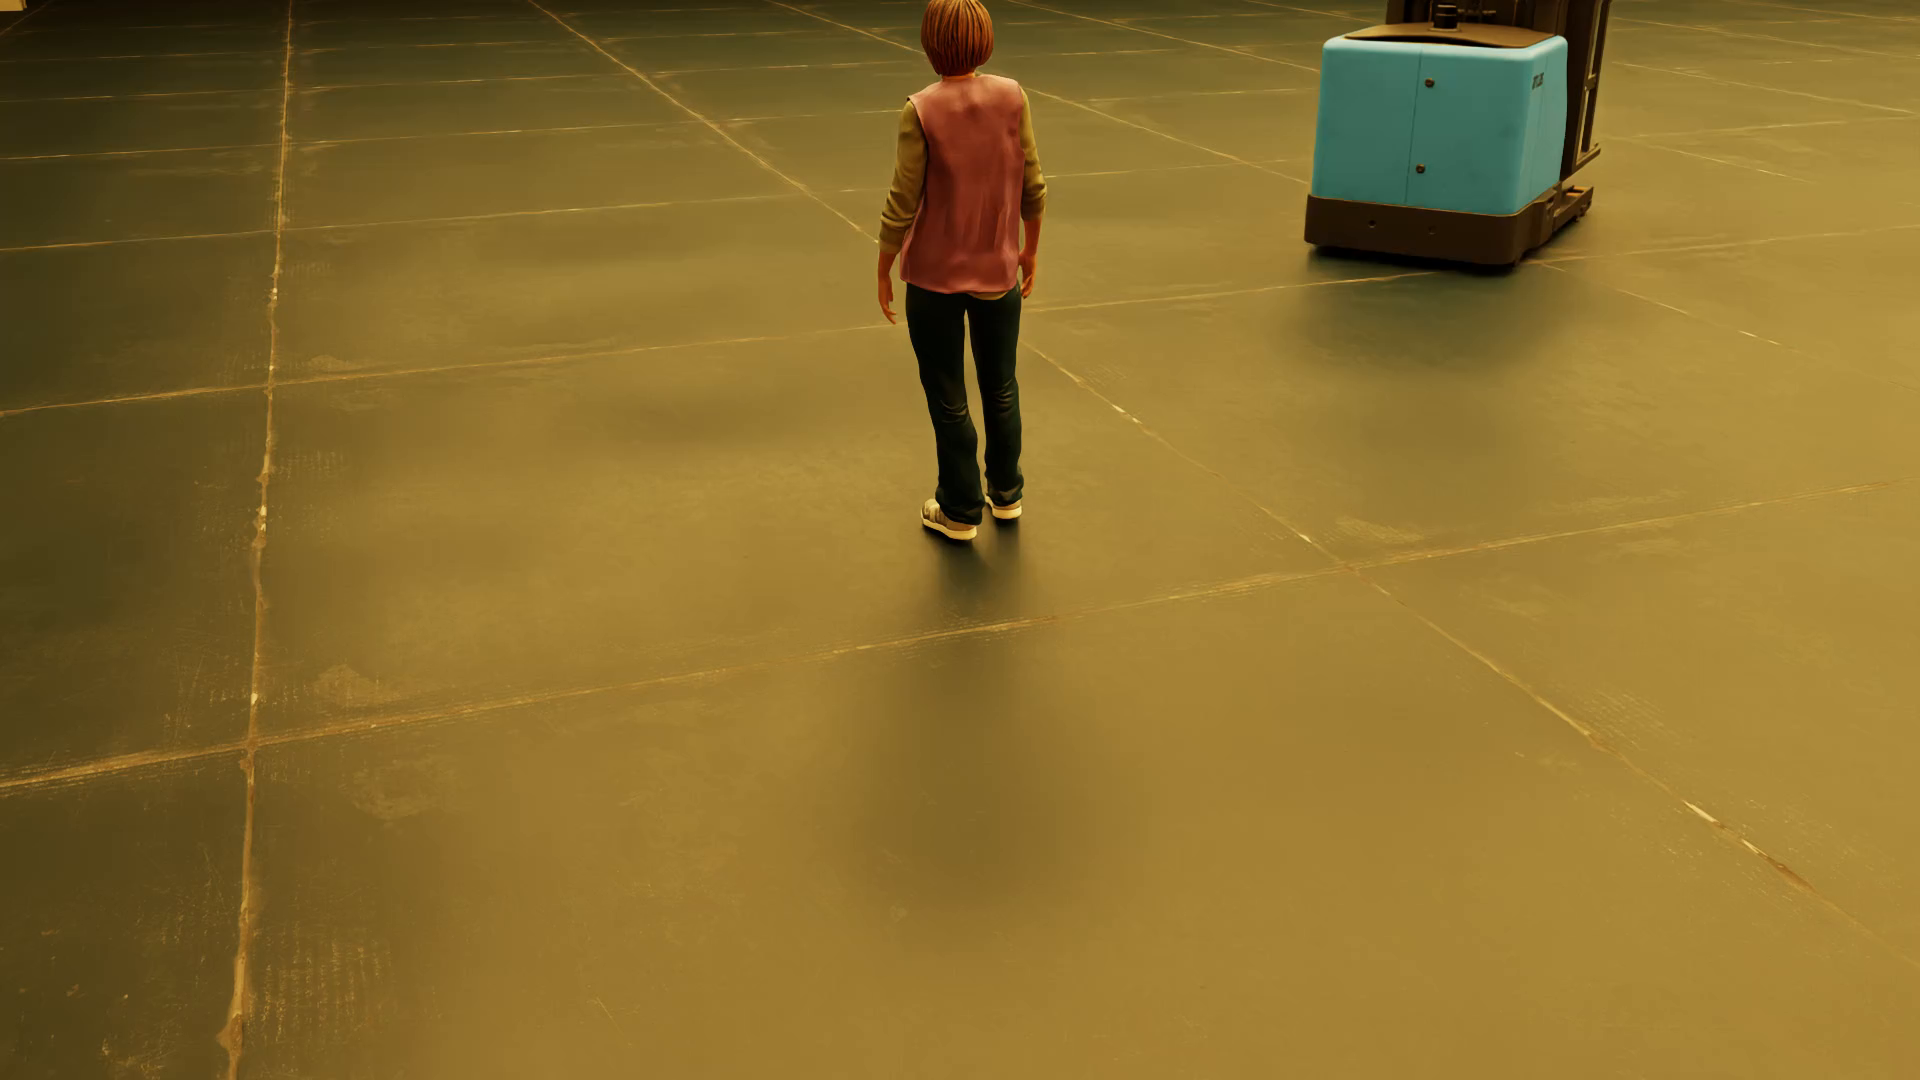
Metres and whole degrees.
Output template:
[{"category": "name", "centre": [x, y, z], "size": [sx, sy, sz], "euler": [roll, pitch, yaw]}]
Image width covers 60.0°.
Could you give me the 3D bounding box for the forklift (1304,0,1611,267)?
[{"category": "forklift", "centre": [2.952, -3.212, 8.936], "size": [1.130, 2.935, 3.031], "euler": [13, 26, 28]}]

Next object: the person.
[{"category": "person", "centre": [-0.012, -0.772, 4.835], "size": [0.520, 1.597, 0.476], "euler": [-8, 24, -18]}]
